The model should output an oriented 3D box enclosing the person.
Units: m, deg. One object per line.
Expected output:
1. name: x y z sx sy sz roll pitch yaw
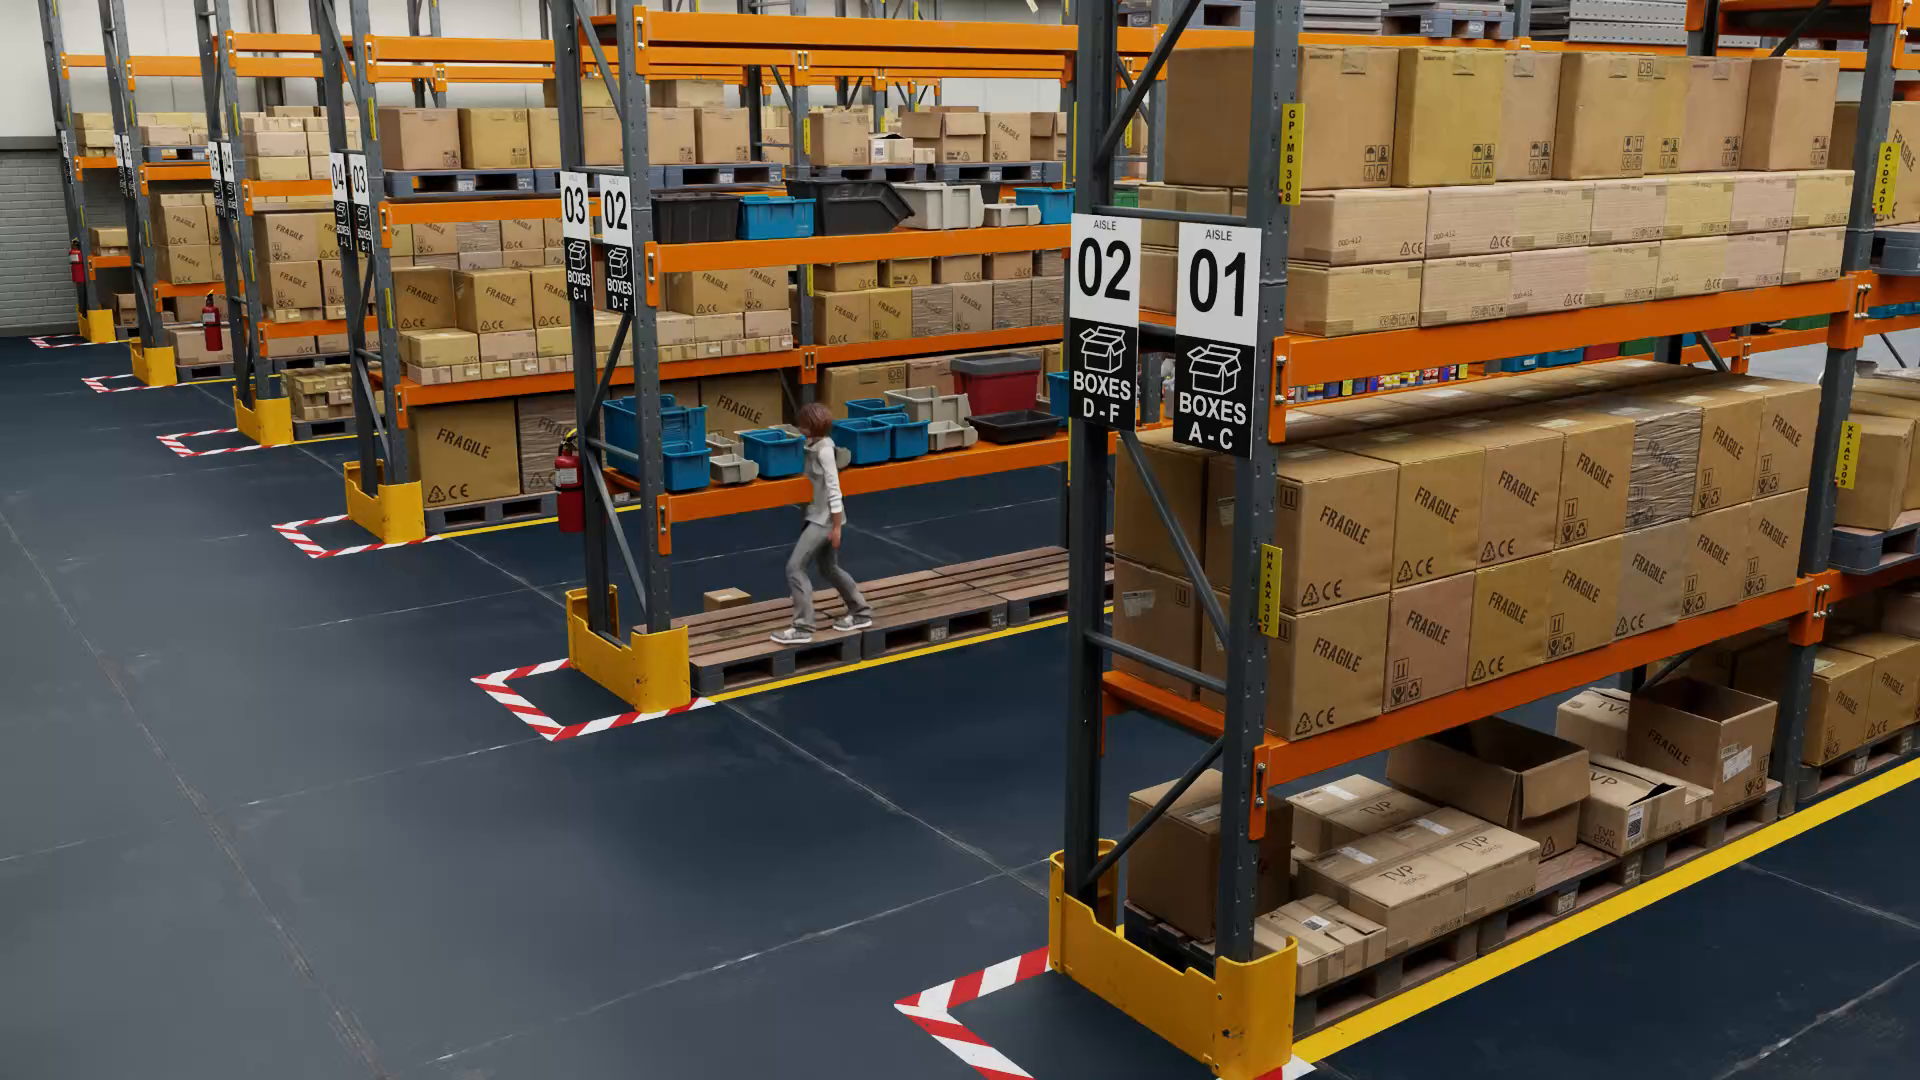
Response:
1. person: -0.906 -0.119 10.780 0.714 1.546 0.446 -3 15 -11
